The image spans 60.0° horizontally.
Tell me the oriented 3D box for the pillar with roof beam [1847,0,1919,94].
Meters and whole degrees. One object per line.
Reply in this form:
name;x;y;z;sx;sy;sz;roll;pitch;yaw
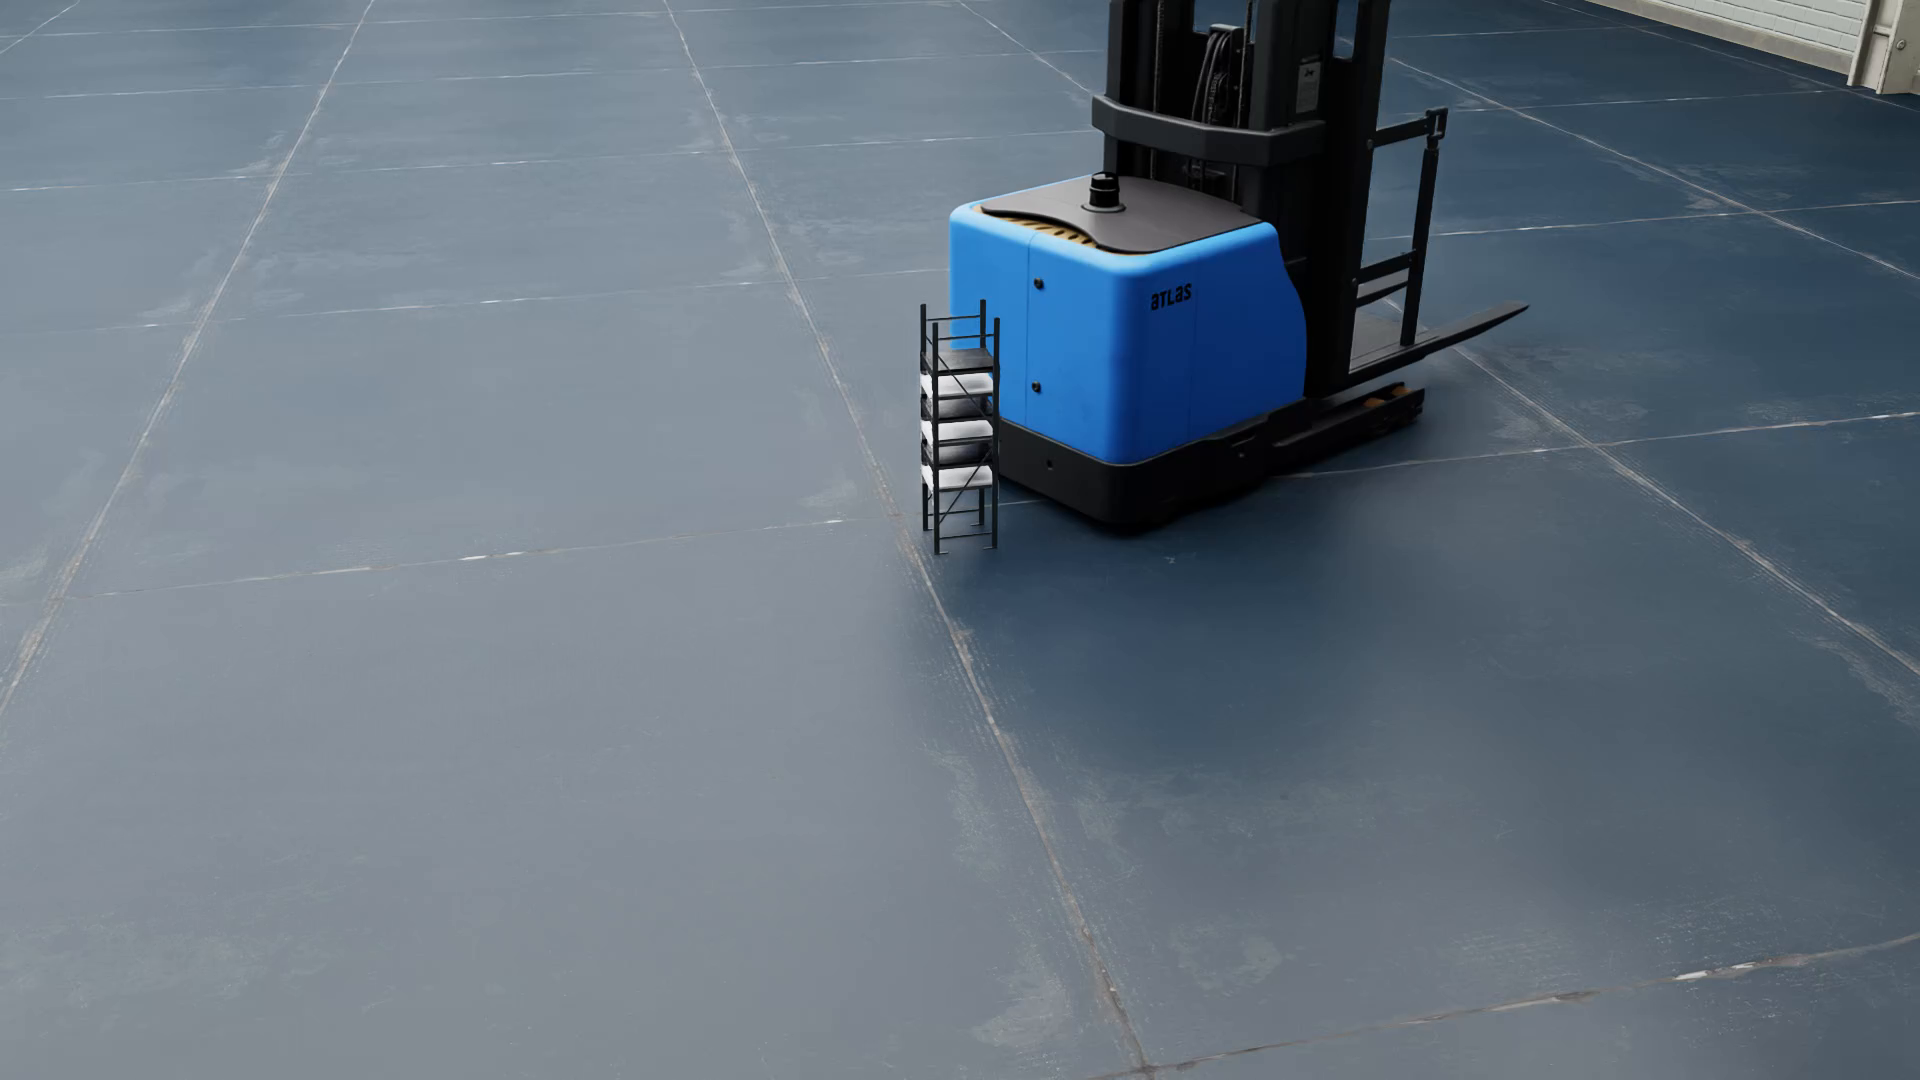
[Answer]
pillar with roof beam;3.289;-7.257;10.641;9.100;9.000;0.400;-6;27;-12

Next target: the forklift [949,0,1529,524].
forklift;1.385;-1.910;6.781;3.031;2.935;1.130;-22;34;-36

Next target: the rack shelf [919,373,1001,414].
rack shelf;-0.002;-0.536;5.988;0.258;0.077;0.200;-6;27;-12

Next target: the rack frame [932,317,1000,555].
rack frame;0.021;-0.361;5.966;0.240;0.900;0.006;-6;27;-12

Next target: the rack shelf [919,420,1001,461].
rack shelf;-0.002;-0.376;6.069;0.258;0.077;0.200;-6;27;-12

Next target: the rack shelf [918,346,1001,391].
rack shelf;-0.002;-0.617;5.948;0.258;0.077;0.200;-6;27;-12

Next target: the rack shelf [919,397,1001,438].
rack shelf;-0.002;-0.456;6.029;0.258;0.077;0.200;-6;27;-12

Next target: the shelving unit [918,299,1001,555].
shelving unit;-0.002;-0.405;6.054;0.258;0.900;0.210;-6;27;-12

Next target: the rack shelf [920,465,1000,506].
rack shelf;-0.002;-0.215;6.150;0.258;0.077;0.200;-6;27;-12

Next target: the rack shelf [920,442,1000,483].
rack shelf;-0.002;-0.295;6.110;0.258;0.077;0.200;-6;27;-12

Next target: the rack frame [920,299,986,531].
rack frame;-0.025;-0.450;6.143;0.240;0.900;0.006;-6;27;-12
